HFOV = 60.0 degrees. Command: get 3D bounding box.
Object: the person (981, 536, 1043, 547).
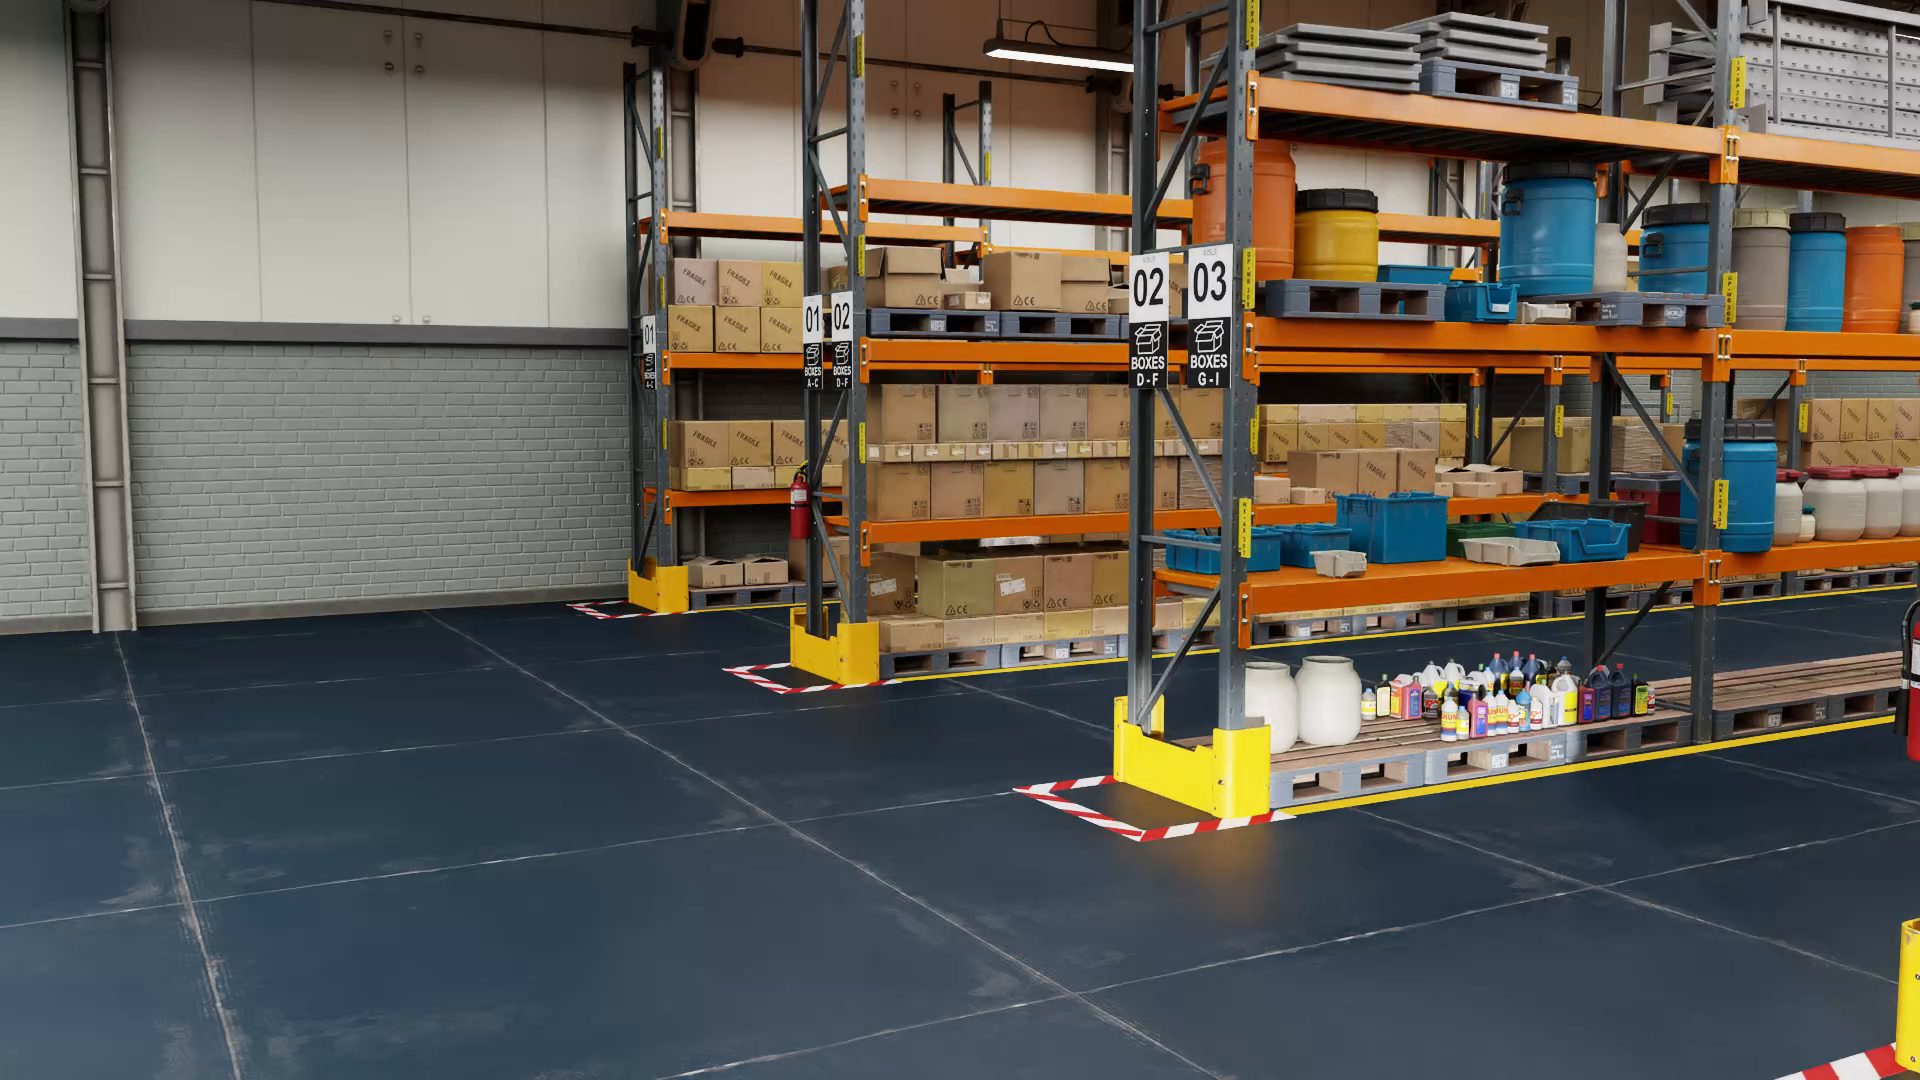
[{"bbox_3d":[0.668,0.217,18.662,0.933,1.029,0.464,-3,6,-31],"label":"person"}]
